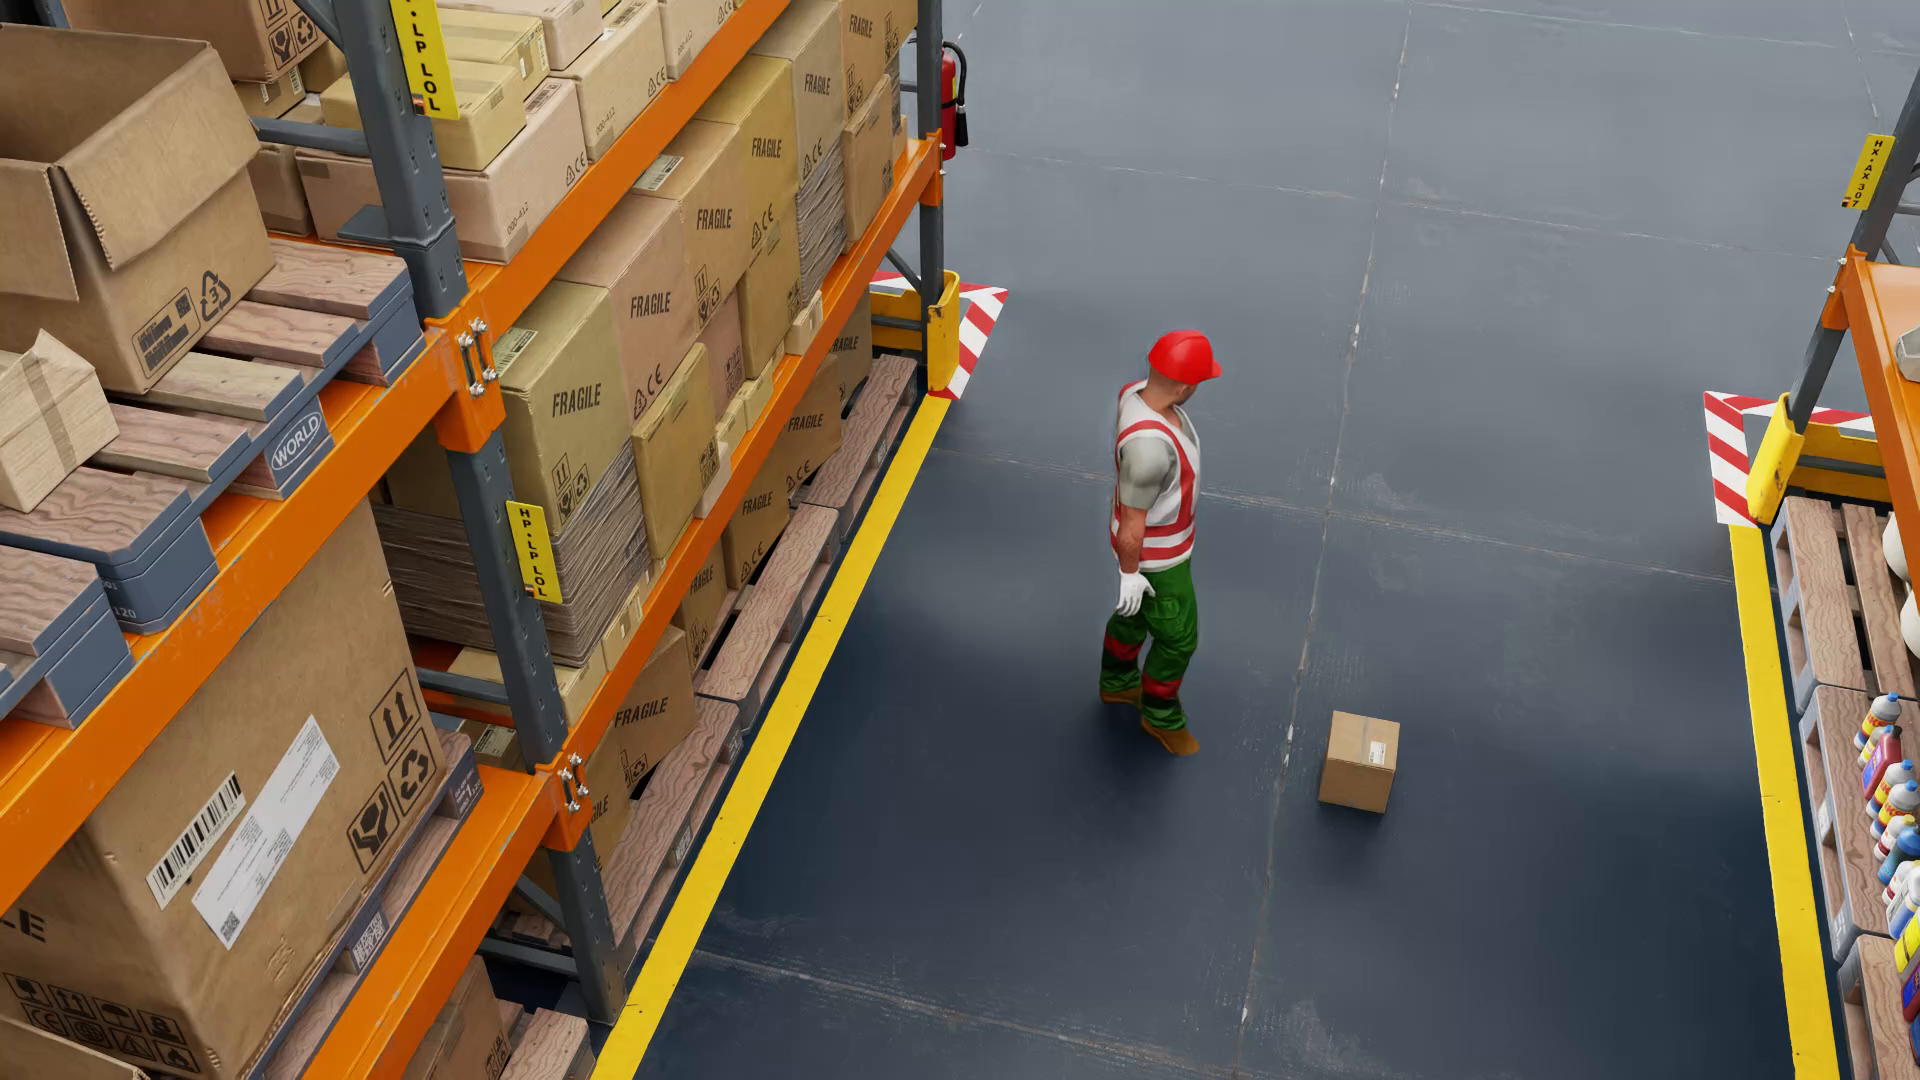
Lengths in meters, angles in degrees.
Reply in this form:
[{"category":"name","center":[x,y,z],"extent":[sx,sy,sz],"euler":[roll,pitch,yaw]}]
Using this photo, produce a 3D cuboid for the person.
[{"category":"person","center":[0.764,0.038,6.123],"extent":[0.449,1.864,0.592],"euler":[4,41,5]}]
